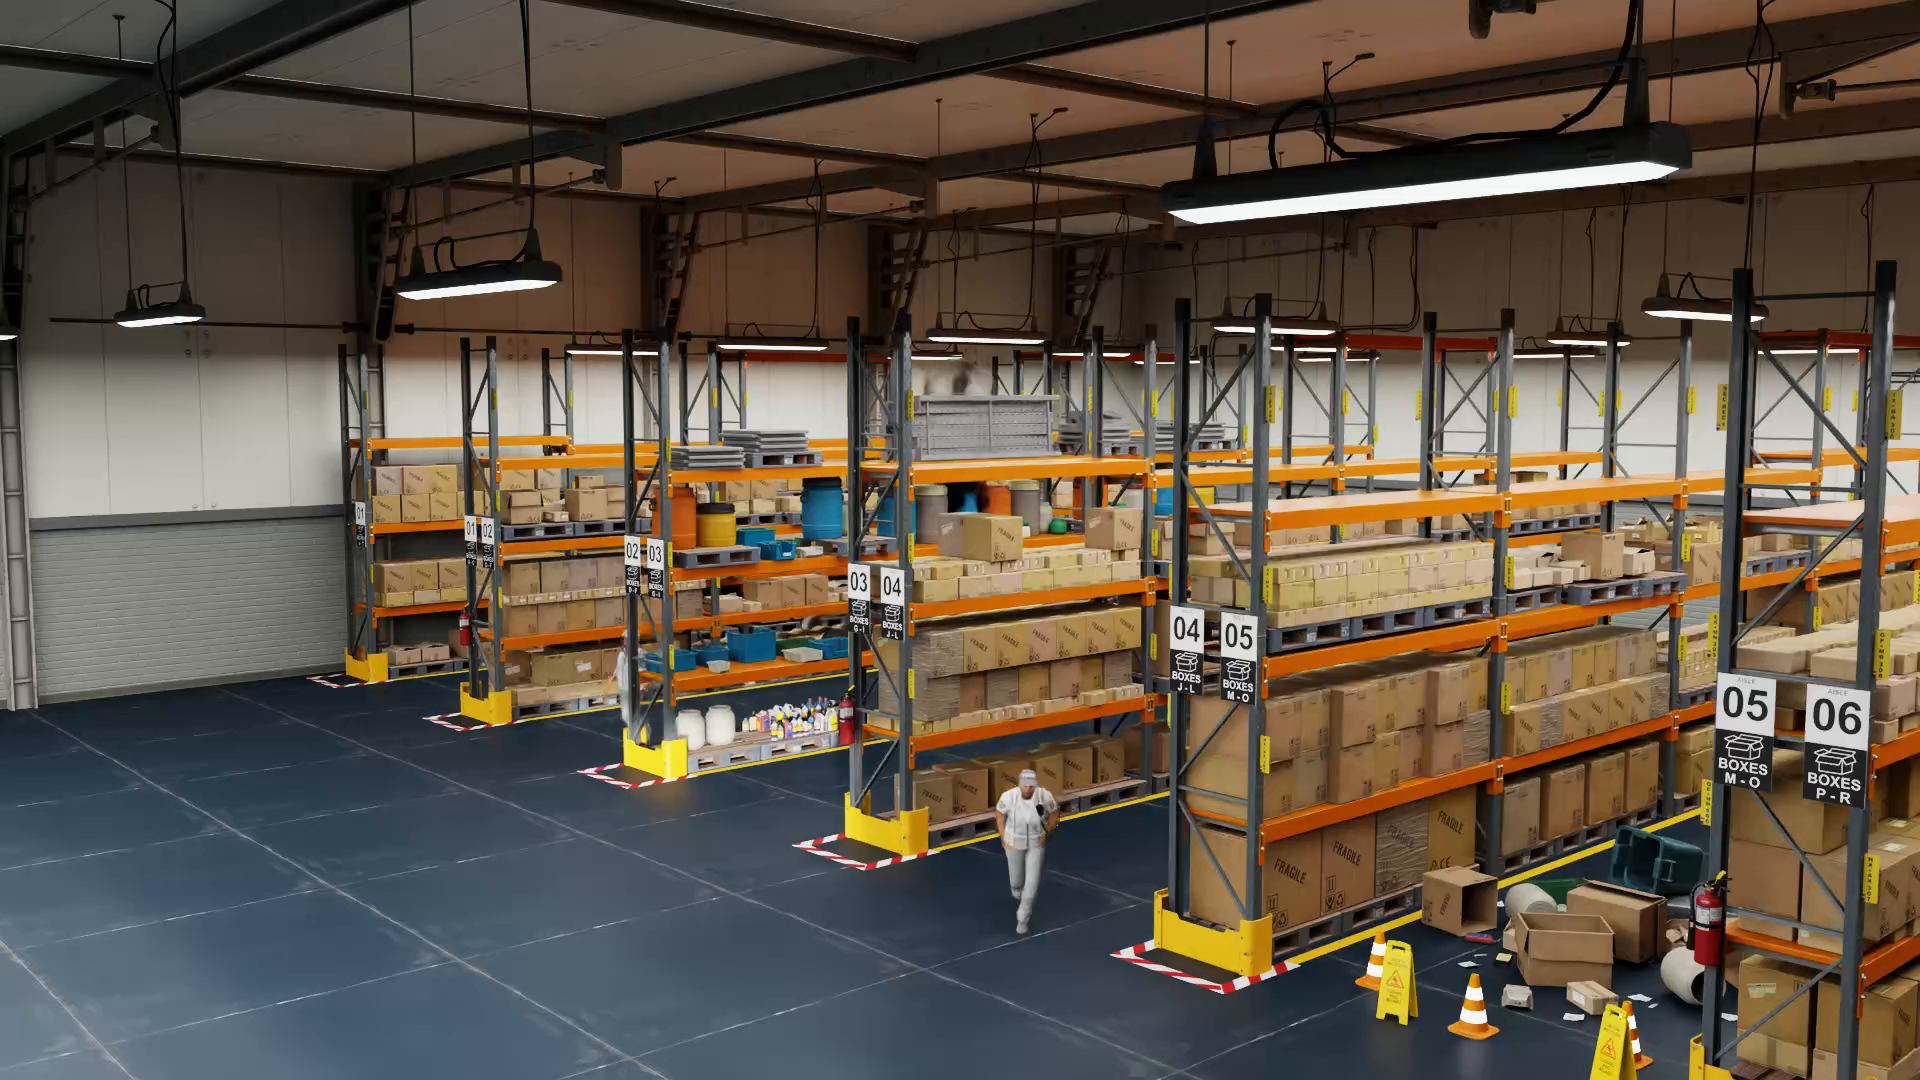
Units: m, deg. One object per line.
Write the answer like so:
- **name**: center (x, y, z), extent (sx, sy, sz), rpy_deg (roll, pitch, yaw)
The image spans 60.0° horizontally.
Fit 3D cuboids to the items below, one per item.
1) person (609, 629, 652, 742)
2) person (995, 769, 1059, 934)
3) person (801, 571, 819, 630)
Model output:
- **person**: center (-4.763, 2.144, 24.020), extent (0.679, 1.735, 0.595), rpy_deg (4, 6, 36)
- **person**: center (0.643, 2.960, 16.103), extent (0.606, 1.617, 0.889), rpy_deg (0, 5, -5)
- **person**: center (-2.894, 1.418, 32.885), extent (0.572, 1.630, 0.565), rpy_deg (-4, 7, -39)
